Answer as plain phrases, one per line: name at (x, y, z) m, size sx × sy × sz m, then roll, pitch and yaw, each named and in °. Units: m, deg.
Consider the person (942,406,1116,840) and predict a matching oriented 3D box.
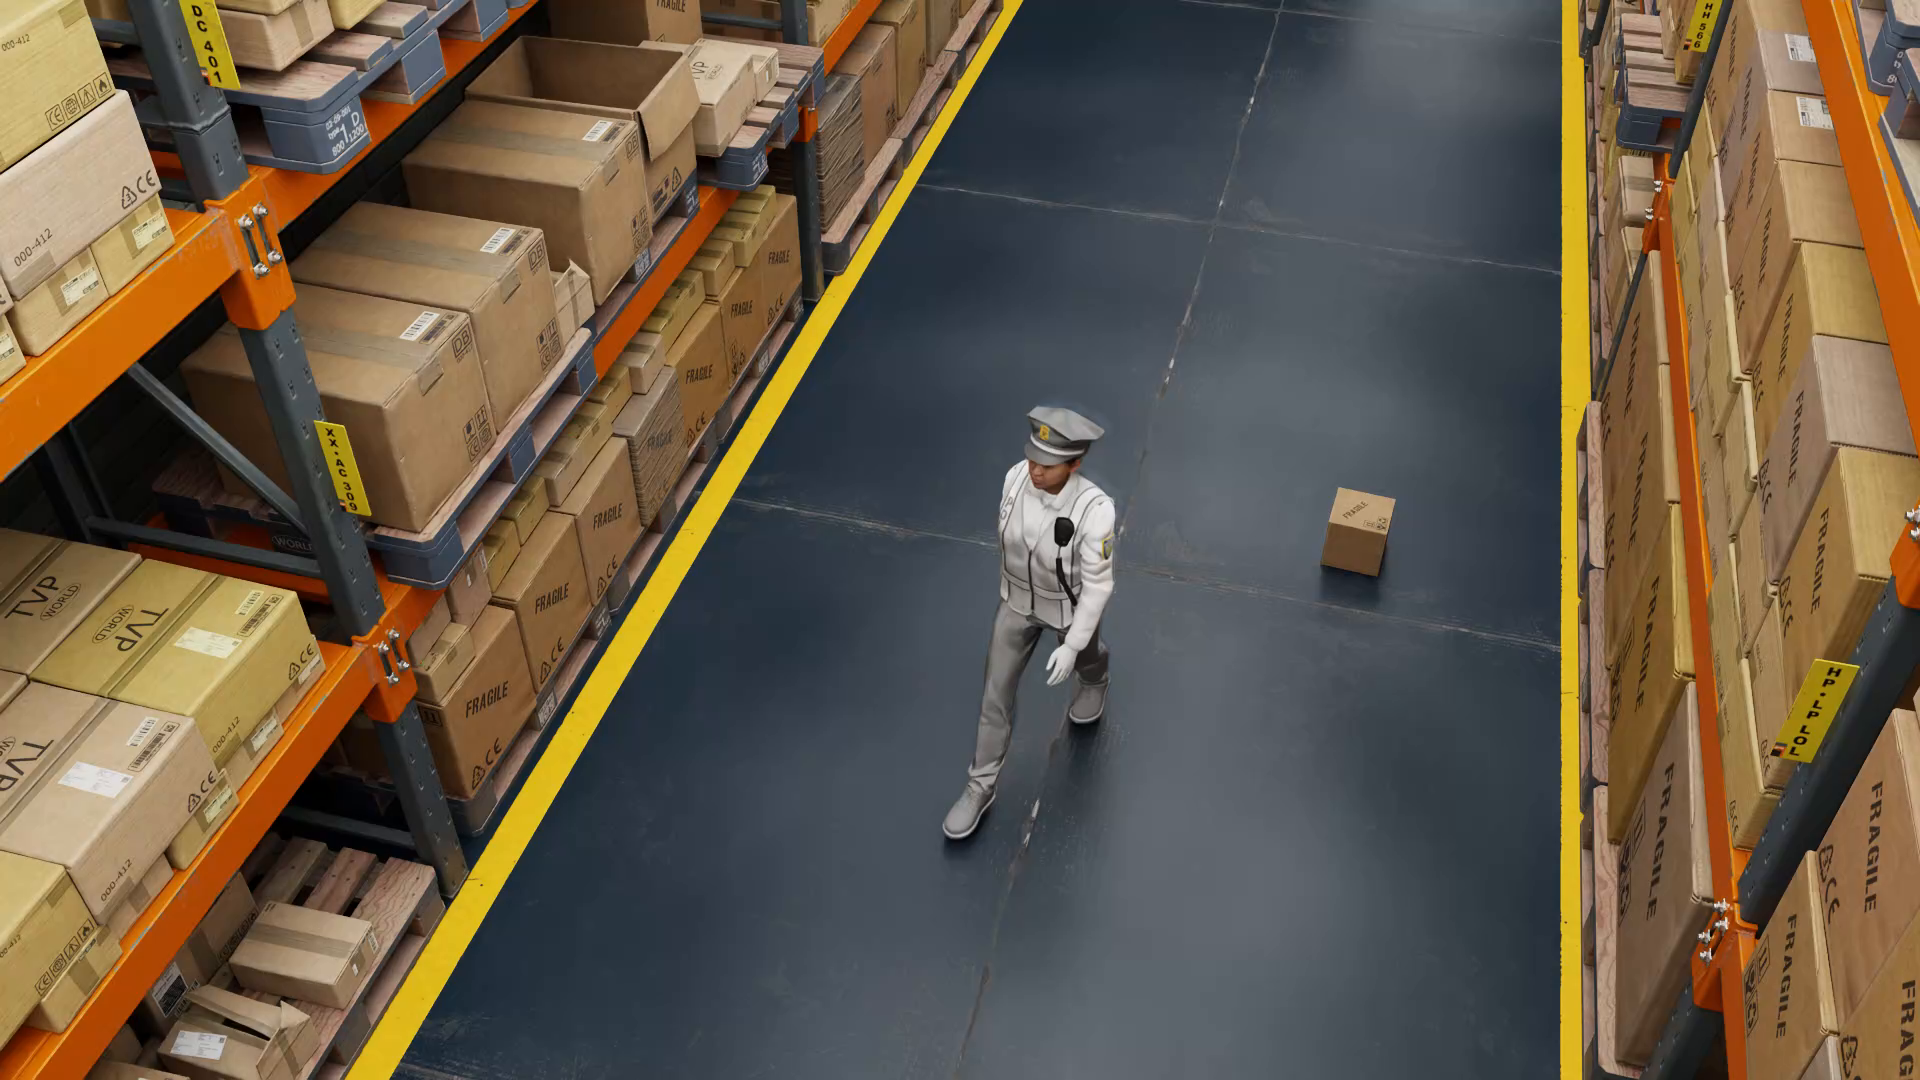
person at (0.296, 0.239, 5.843) m, size 0.496 × 1.621 × 1.020 m, roll 21°, pitch 45°, yaw 22°
